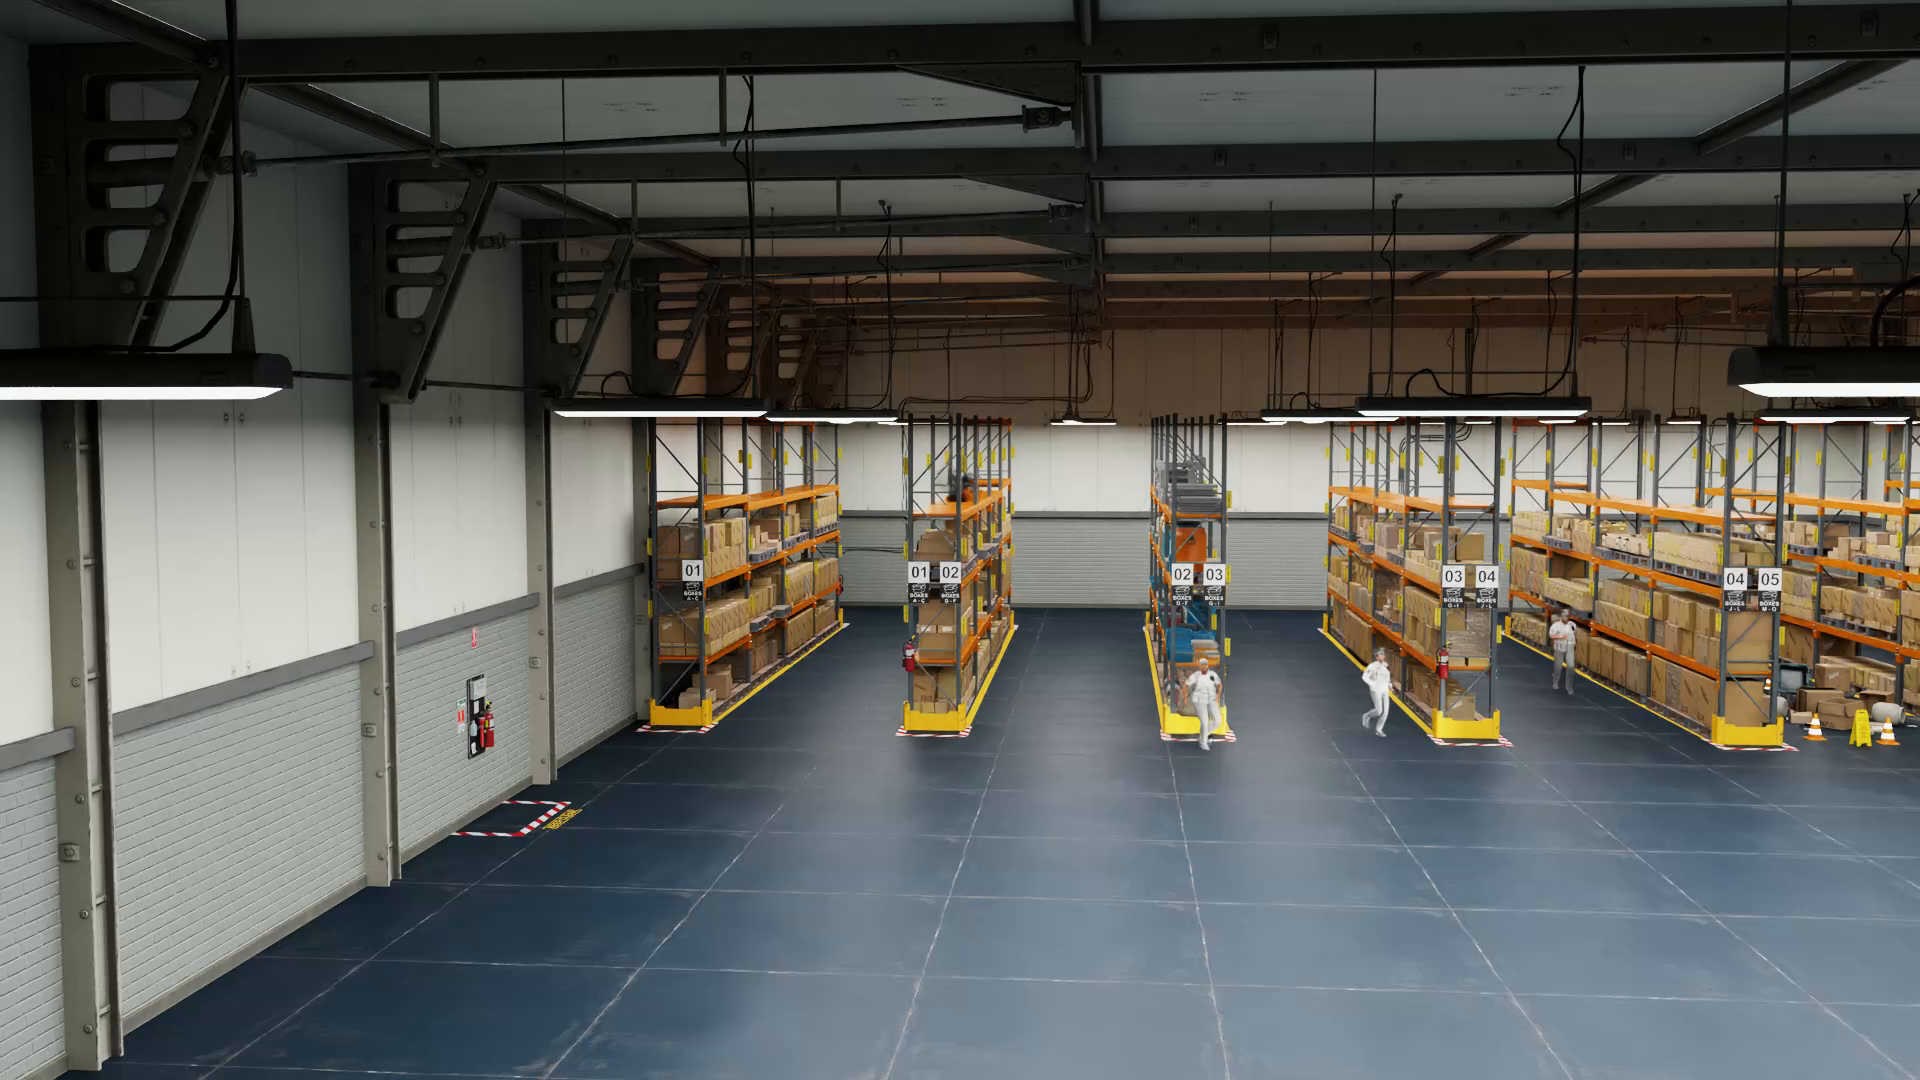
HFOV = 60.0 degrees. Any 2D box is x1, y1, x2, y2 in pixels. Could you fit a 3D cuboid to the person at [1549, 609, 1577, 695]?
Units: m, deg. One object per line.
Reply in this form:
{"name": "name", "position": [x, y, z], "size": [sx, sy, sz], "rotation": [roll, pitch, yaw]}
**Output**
{"name": "person", "position": [13.083, 2.419, 36.058], "size": [0.652, 1.858, 0.832], "rotation": [0, 4, 7]}

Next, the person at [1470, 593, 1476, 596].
{"name": "person", "position": [14.344, 1.752, 46.538], "size": [0.636, 1.652, 0.879], "rotation": [3, 5, 40]}

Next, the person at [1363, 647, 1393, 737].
{"name": "person", "position": [7.797, 2.815, 31.005], "size": [0.657, 1.647, 0.542], "rotation": [-2, 4, -26]}

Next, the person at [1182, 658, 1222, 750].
{"name": "person", "position": [4.365, 2.932, 29.740], "size": [0.748, 1.638, 0.493], "rotation": [-1, 4, -21]}
